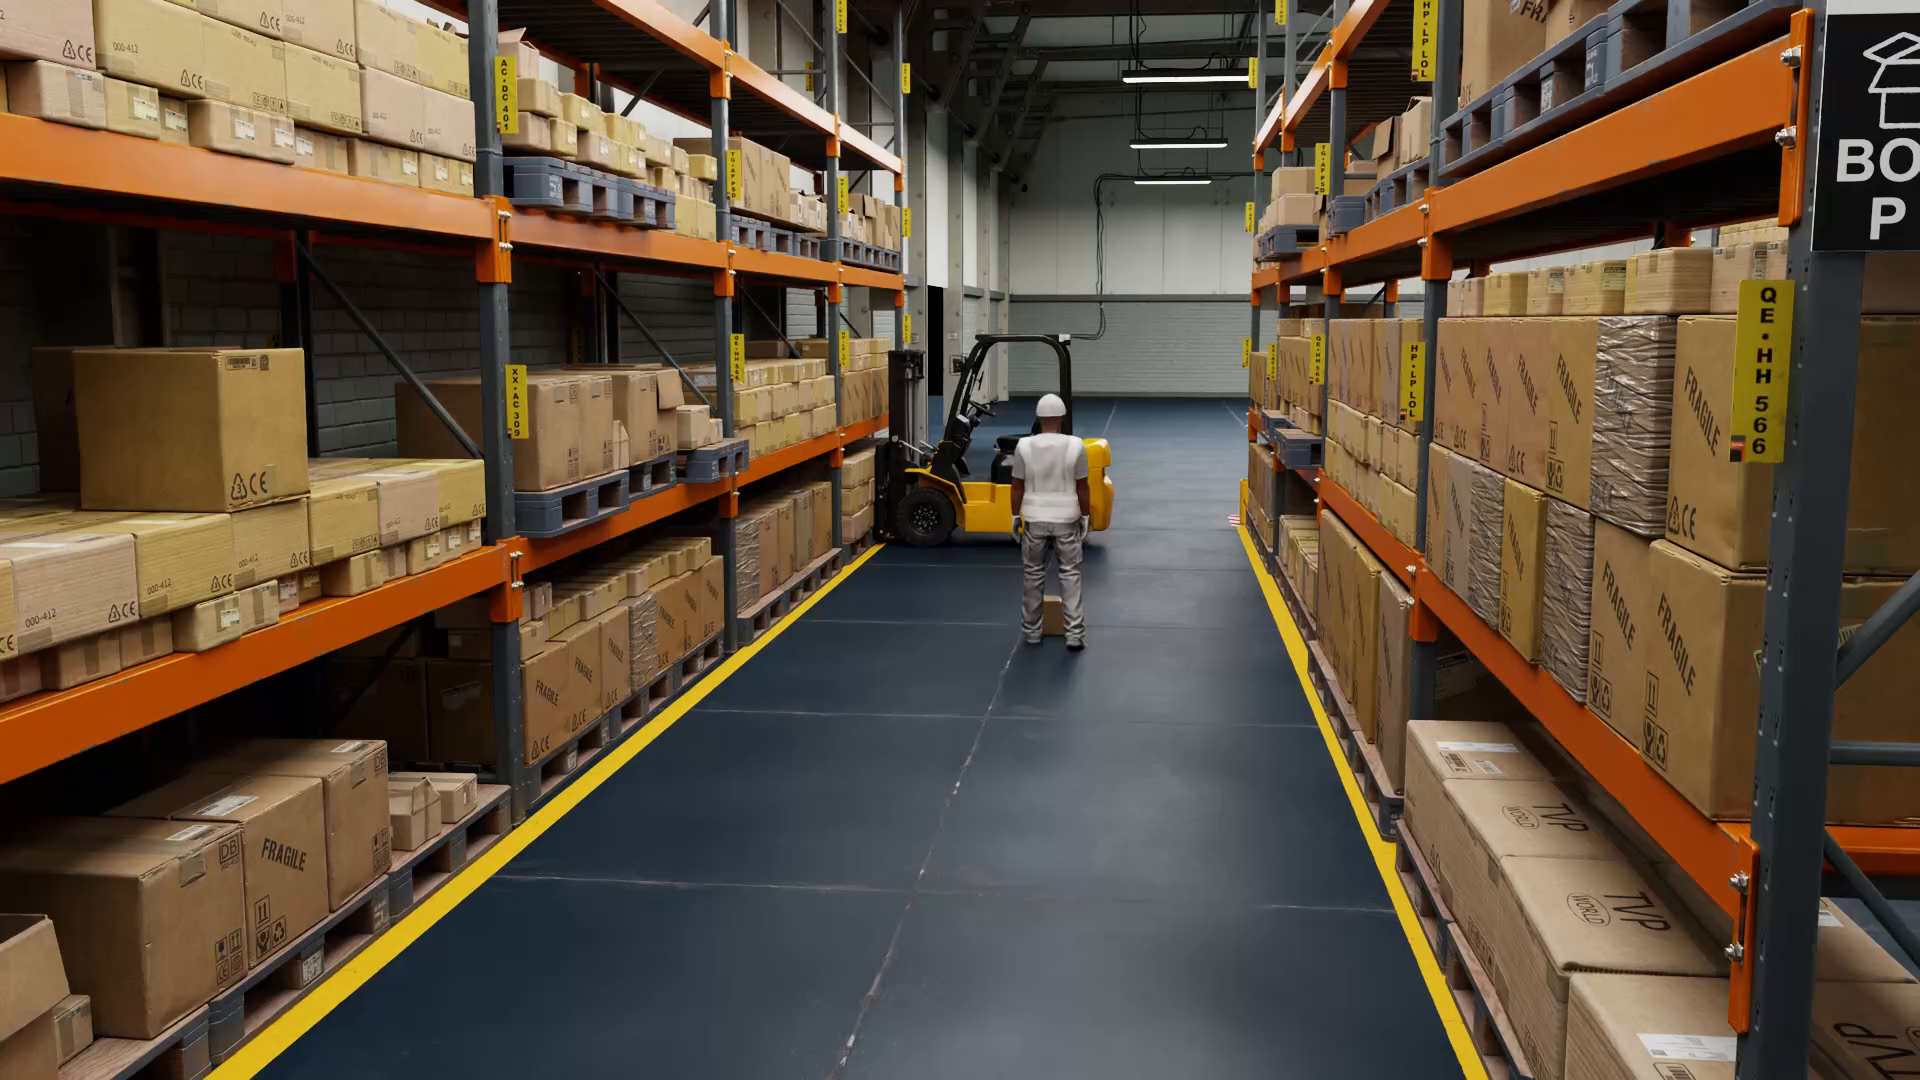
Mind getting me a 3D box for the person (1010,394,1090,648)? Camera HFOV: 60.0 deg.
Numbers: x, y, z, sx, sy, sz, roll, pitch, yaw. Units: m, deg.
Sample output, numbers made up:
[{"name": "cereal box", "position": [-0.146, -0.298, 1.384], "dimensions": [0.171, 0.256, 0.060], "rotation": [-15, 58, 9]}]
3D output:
[{"name": "person", "position": [0.643, -0.130, 11.796], "dimensions": [0.558, 1.816, 0.482], "rotation": [1, 8, 7]}]
